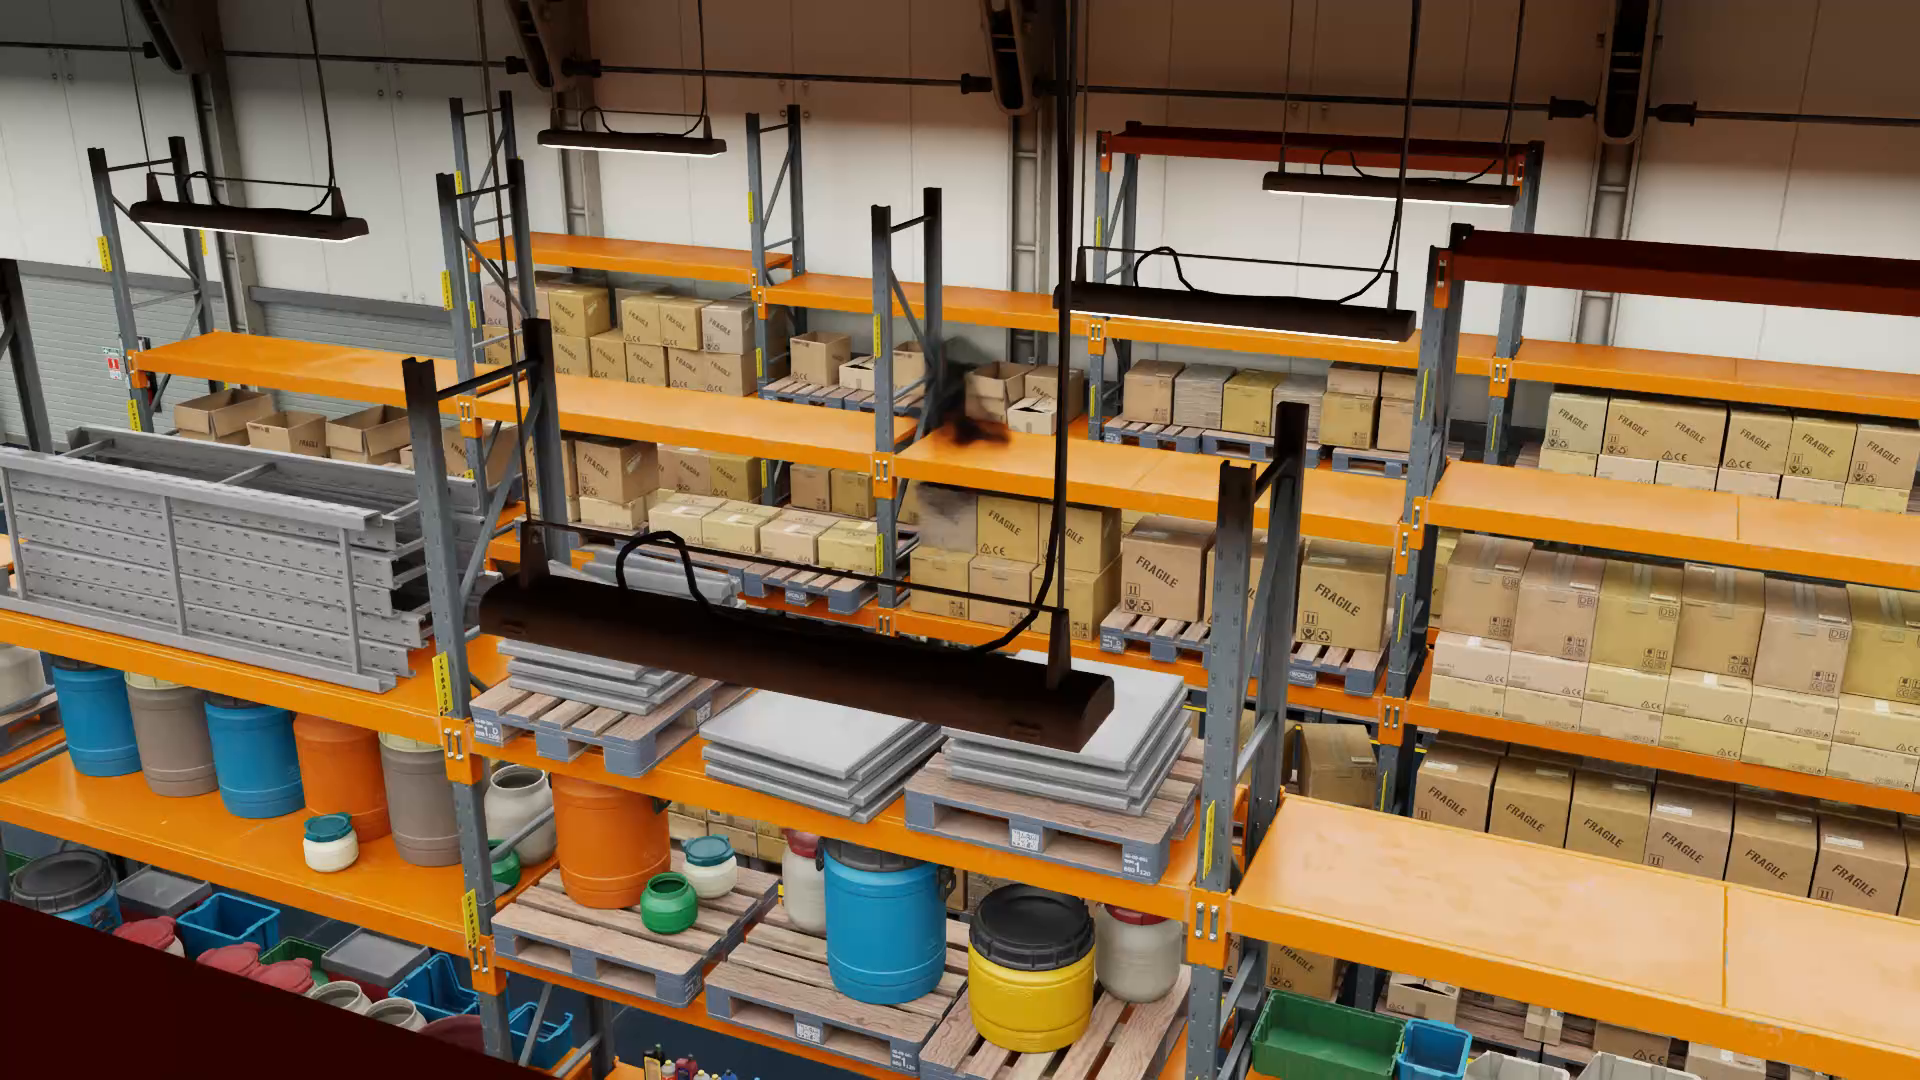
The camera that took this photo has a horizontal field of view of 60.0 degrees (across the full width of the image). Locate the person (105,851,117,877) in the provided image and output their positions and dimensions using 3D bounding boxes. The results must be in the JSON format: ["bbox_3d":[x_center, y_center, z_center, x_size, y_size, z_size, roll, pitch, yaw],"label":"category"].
[{"bbox_3d":[-6.961,2.338,14.010,0.827,1.767,0.698,6,21,15],"label":"person"}]

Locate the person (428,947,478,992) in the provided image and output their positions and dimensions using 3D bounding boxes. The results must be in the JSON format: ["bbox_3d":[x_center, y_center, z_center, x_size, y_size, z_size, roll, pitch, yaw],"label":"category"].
[{"bbox_3d":[-3.895,2.690,12.446,0.881,1.693,0.602,8,22,21],"label":"person"}]

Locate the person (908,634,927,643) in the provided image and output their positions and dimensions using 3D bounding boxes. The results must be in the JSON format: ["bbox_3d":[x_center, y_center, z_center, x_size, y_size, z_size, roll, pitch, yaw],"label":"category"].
[{"bbox_3d":[-0.378,1.311,16.160,0.515,1.562,0.532,7,22,18],"label":"person"}]
